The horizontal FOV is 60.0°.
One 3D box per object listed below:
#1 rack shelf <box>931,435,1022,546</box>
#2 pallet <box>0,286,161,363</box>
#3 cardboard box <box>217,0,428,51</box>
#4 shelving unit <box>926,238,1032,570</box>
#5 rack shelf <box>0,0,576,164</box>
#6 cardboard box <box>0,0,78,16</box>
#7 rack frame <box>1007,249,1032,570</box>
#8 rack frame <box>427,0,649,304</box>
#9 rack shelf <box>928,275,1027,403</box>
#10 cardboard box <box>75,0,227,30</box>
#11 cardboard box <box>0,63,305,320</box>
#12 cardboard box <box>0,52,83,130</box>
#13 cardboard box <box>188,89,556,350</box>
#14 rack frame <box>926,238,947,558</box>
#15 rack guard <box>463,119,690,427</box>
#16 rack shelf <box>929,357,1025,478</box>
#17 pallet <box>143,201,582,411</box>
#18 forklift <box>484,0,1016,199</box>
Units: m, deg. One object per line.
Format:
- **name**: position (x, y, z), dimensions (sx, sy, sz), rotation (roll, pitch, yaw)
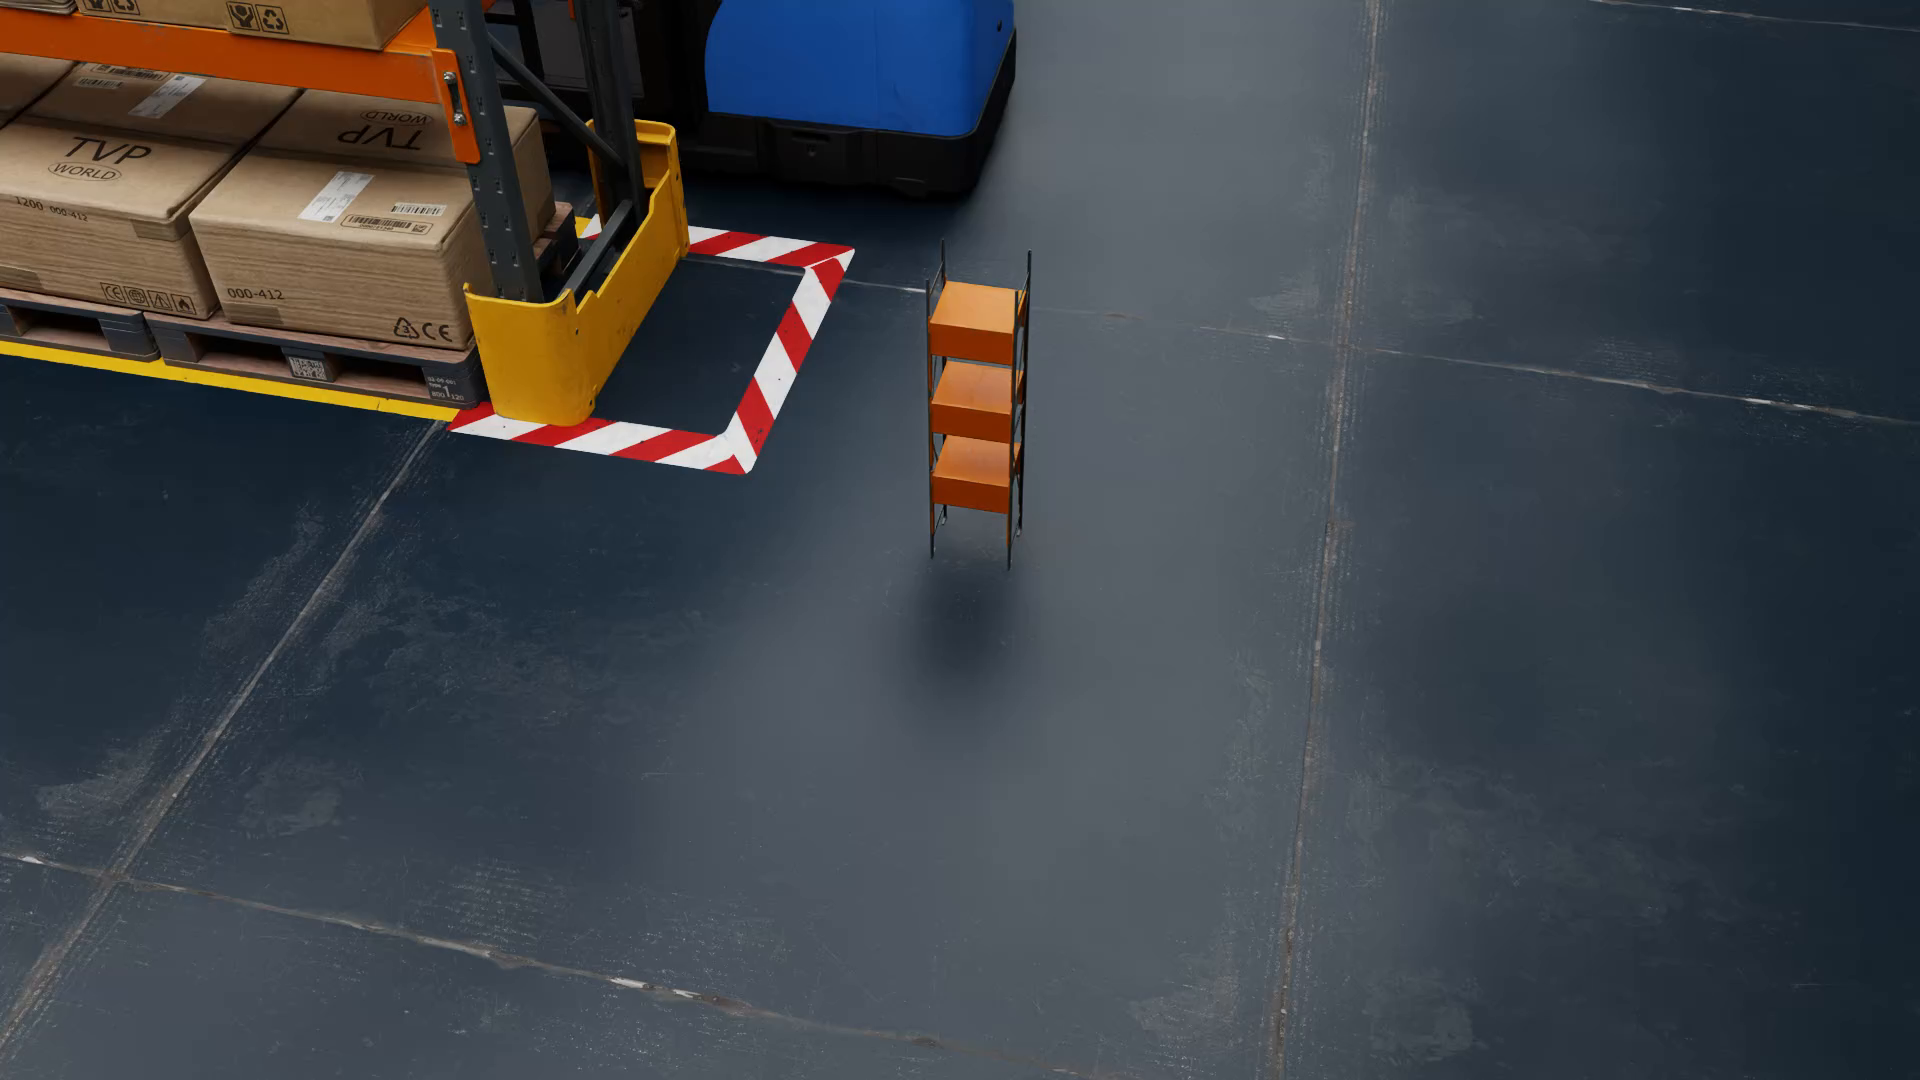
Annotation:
- **rack shelf**: position (0.052, -0.162, 5.078), dimensions (0.240, 0.259, 0.215), rotation (9, 45, 9)
- **pallet**: position (-3.332, -1.131, 6.273), dimensions (1.213, 0.211, 1.003), rotation (9, 45, 9)
- **cardboard box**: position (-1.876, -1.811, 4.896), dimensions (0.500, 0.500, 0.500), rotation (9, 45, 9)
- **shelving unit**: position (0.052, -0.370, 4.877), dimensions (0.252, 1.050, 0.215), rotation (9, 45, 9)
- **rack shelf**: position (-3.299, -1.925, 5.605), dimensions (4.000, 0.370, 1.077), rotation (9, 45, 9)
- **cardboard box**: position (-2.867, -1.968, 5.060), dimensions (0.500, 0.500, 0.500), rotation (10, 45, 10)
- **rack frame**: position (0.171, -0.352, 4.858), dimensions (0.008, 1.050, 0.200), rotation (9, 45, 9)
- **rack frame**: position (-1.348, -1.881, 5.041), dimensions (0.127, 3.000, 1.000), rotation (9, 45, 9)
- **rack shelf**: position (0.052, -0.567, 4.688), dimensions (0.240, 0.259, 0.215), rotation (9, 45, 9)
- **cardboard box**: position (-2.363, -1.897, 4.986), dimensions (0.500, 0.500, 0.500), rotation (8, 44, 8)
- **cardboard box**: position (-2.908, -1.274, 5.956), dimensions (0.875, 0.438, 0.875), rotation (10, 45, 10)
- **cardboard box**: position (-3.788, -1.412, 6.099), dimensions (0.875, 0.438, 0.875), rotation (8, 44, 8)
- **cardboard box**: position (-2.014, -1.142, 5.818), dimensions (0.875, 0.438, 0.875), rotation (7, 44, 8)
- **rack frame**: position (-0.067, -0.389, 4.897), dimensions (0.008, 1.050, 0.200), rotation (9, 45, 9)
- **rack guard**: position (-1.324, -0.977, 5.904), dimensions (0.348, 0.500, 1.175), rotation (9, 45, 9)
- **rack shelf**: position (0.052, -0.363, 4.885), dimensions (0.240, 0.259, 0.215), rotation (9, 45, 9)
- **pallet**: position (-2.145, -0.944, 6.079), dimensions (1.213, 0.211, 1.003), rotation (9, 45, 9)
- **forklift**: position (-1.331, -2.931, 6.182), dimensions (3.031, 2.935, 1.130), rotation (8, 44, 8)
